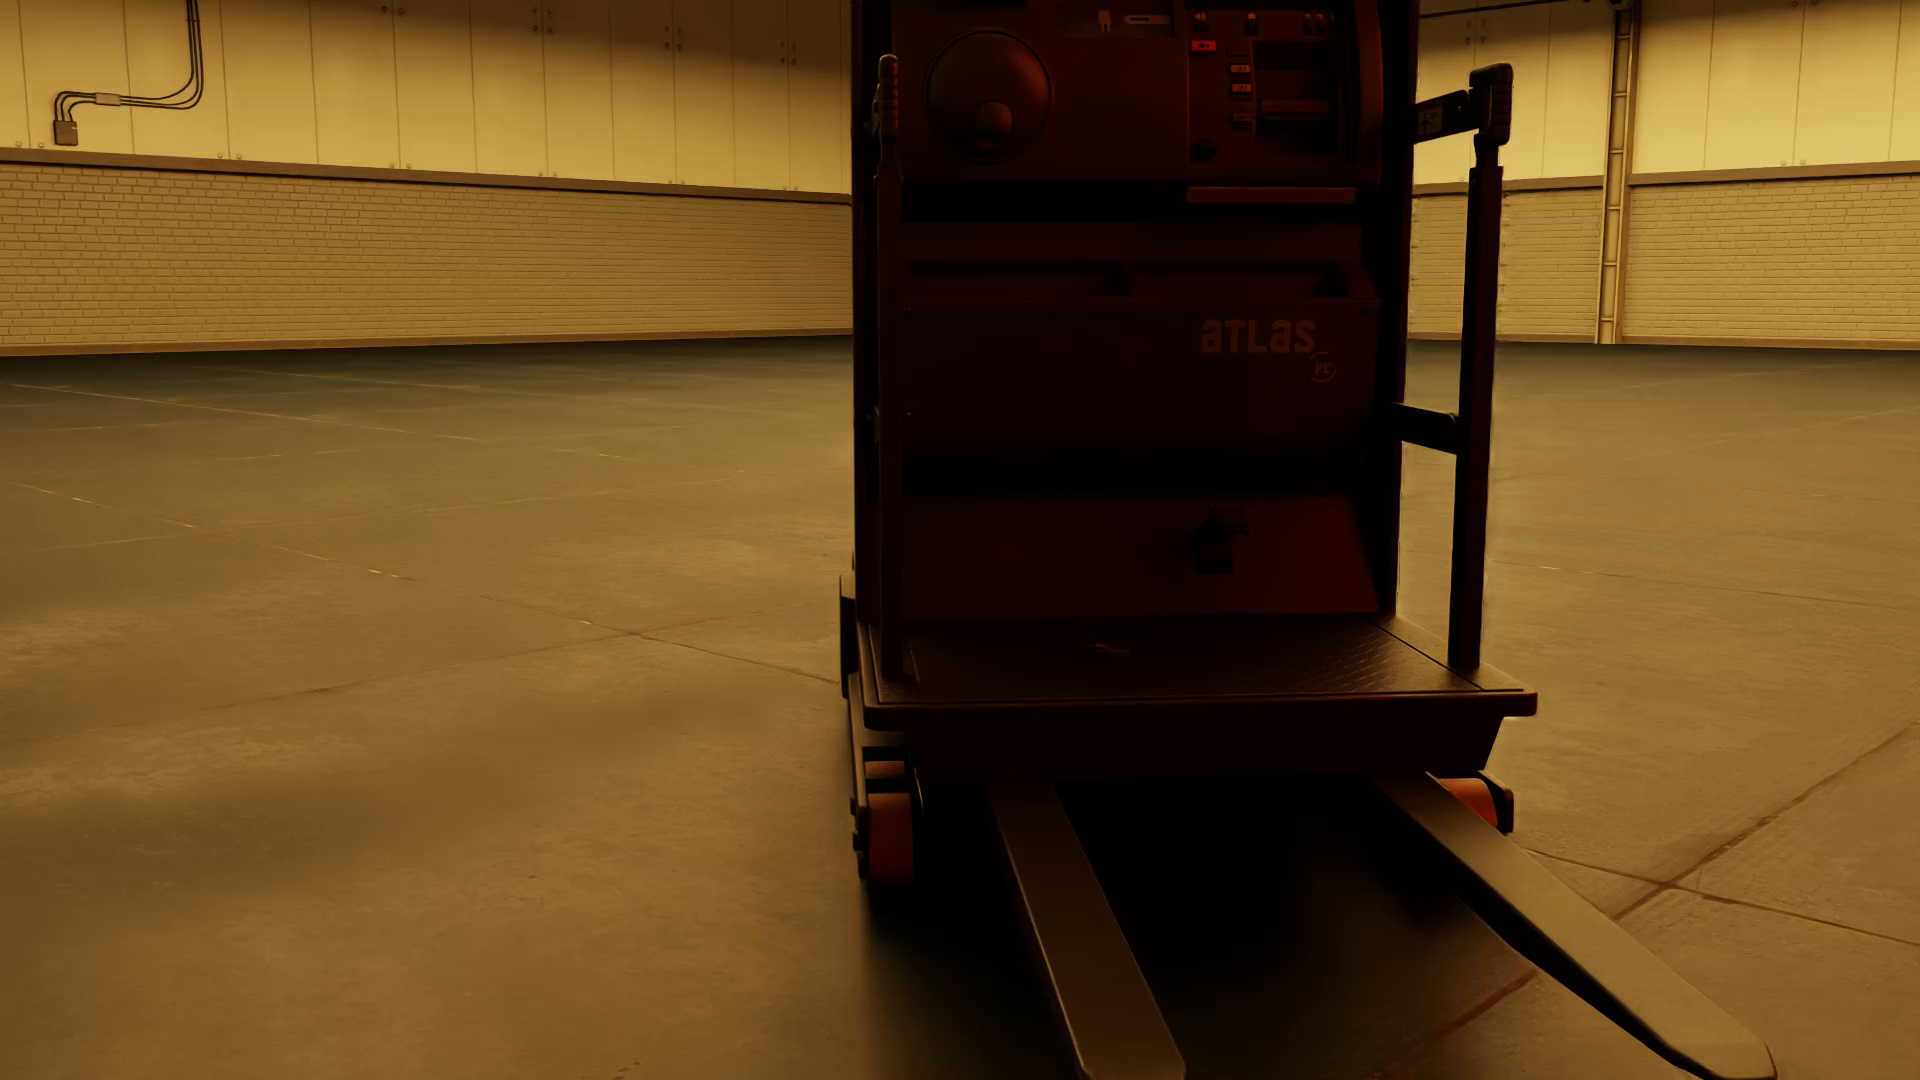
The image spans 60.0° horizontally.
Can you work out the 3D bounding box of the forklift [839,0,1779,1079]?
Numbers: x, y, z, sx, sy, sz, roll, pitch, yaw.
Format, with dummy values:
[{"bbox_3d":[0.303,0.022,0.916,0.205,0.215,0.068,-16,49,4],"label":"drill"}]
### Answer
[{"bbox_3d":[0.354,-0.912,2.930,1.130,2.935,3.031,-1,9,-5],"label":"forklift"}]
